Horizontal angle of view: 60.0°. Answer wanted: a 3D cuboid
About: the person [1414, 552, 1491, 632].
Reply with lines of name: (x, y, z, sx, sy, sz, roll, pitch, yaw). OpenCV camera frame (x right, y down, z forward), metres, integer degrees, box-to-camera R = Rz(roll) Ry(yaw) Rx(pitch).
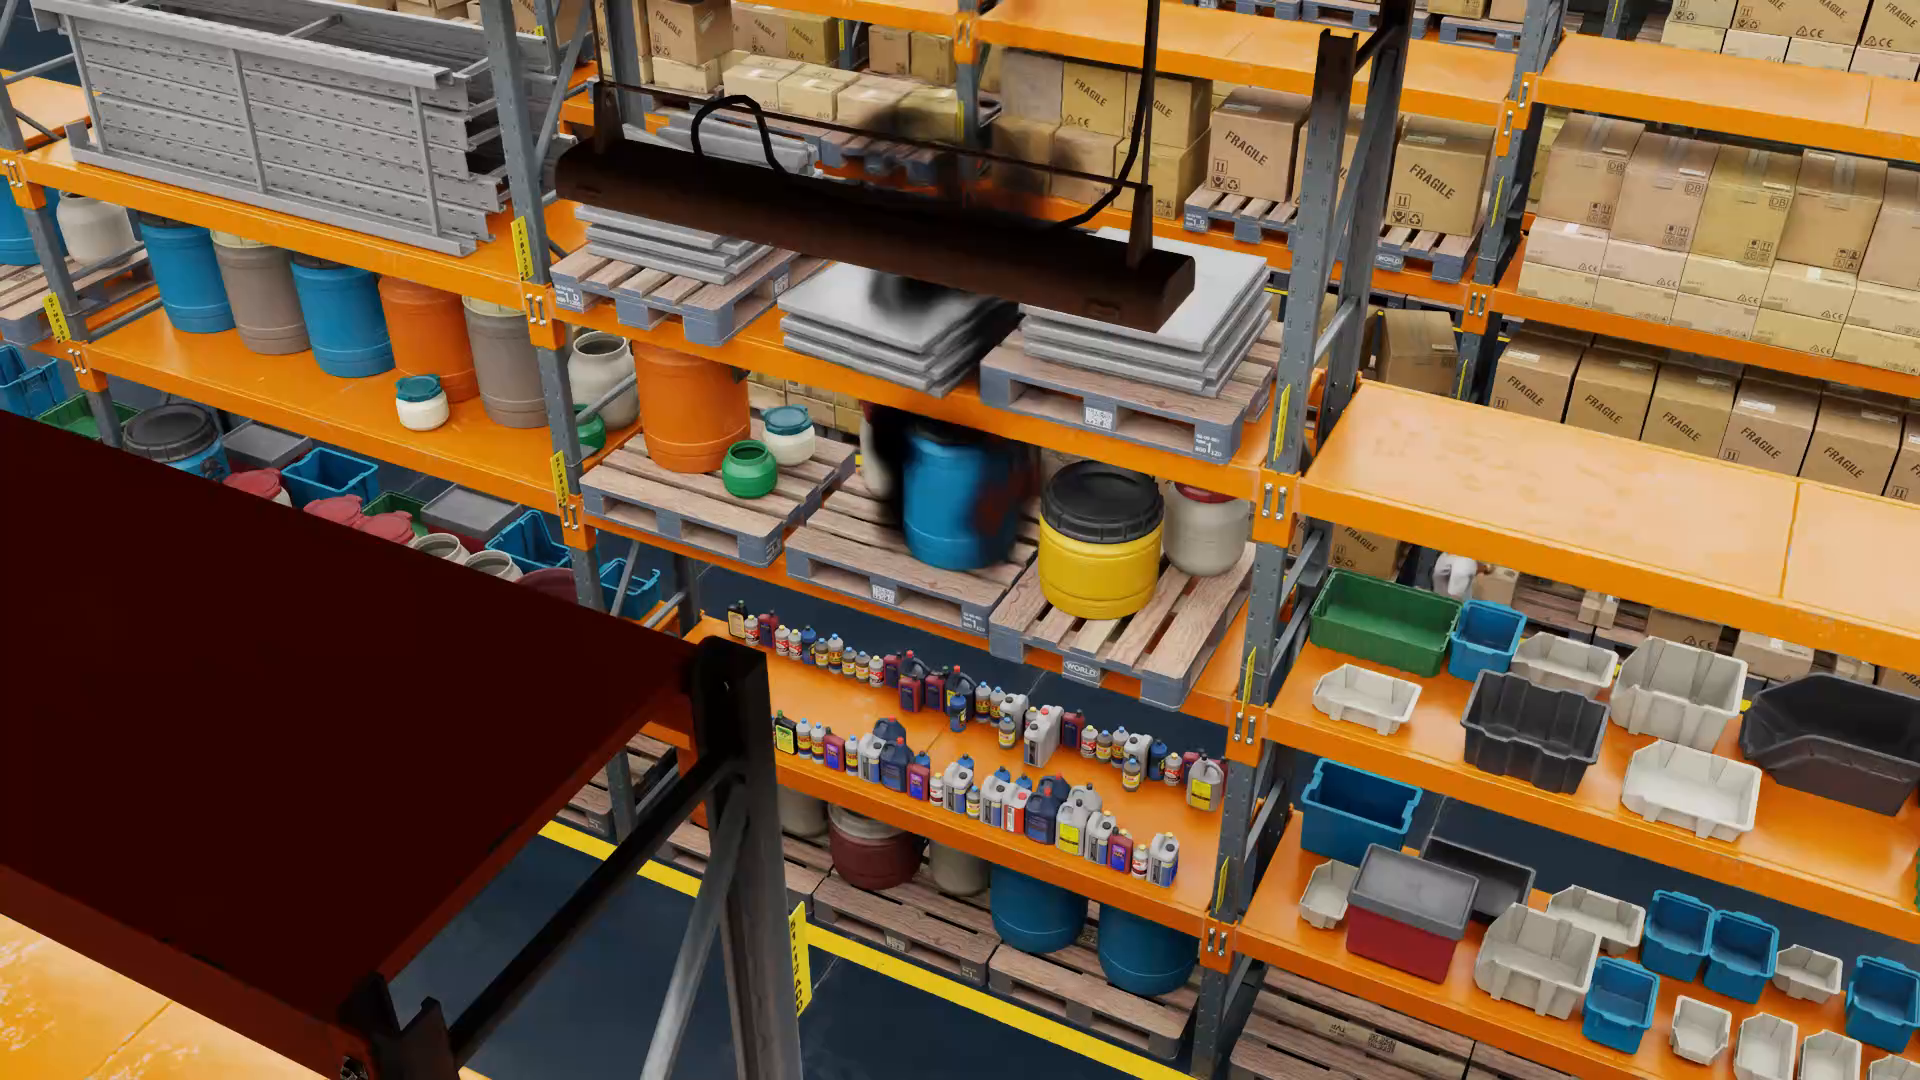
person: (3.336, 0.498, 11.161, 0.696, 1.592, 0.582, 13, 37, 18)
